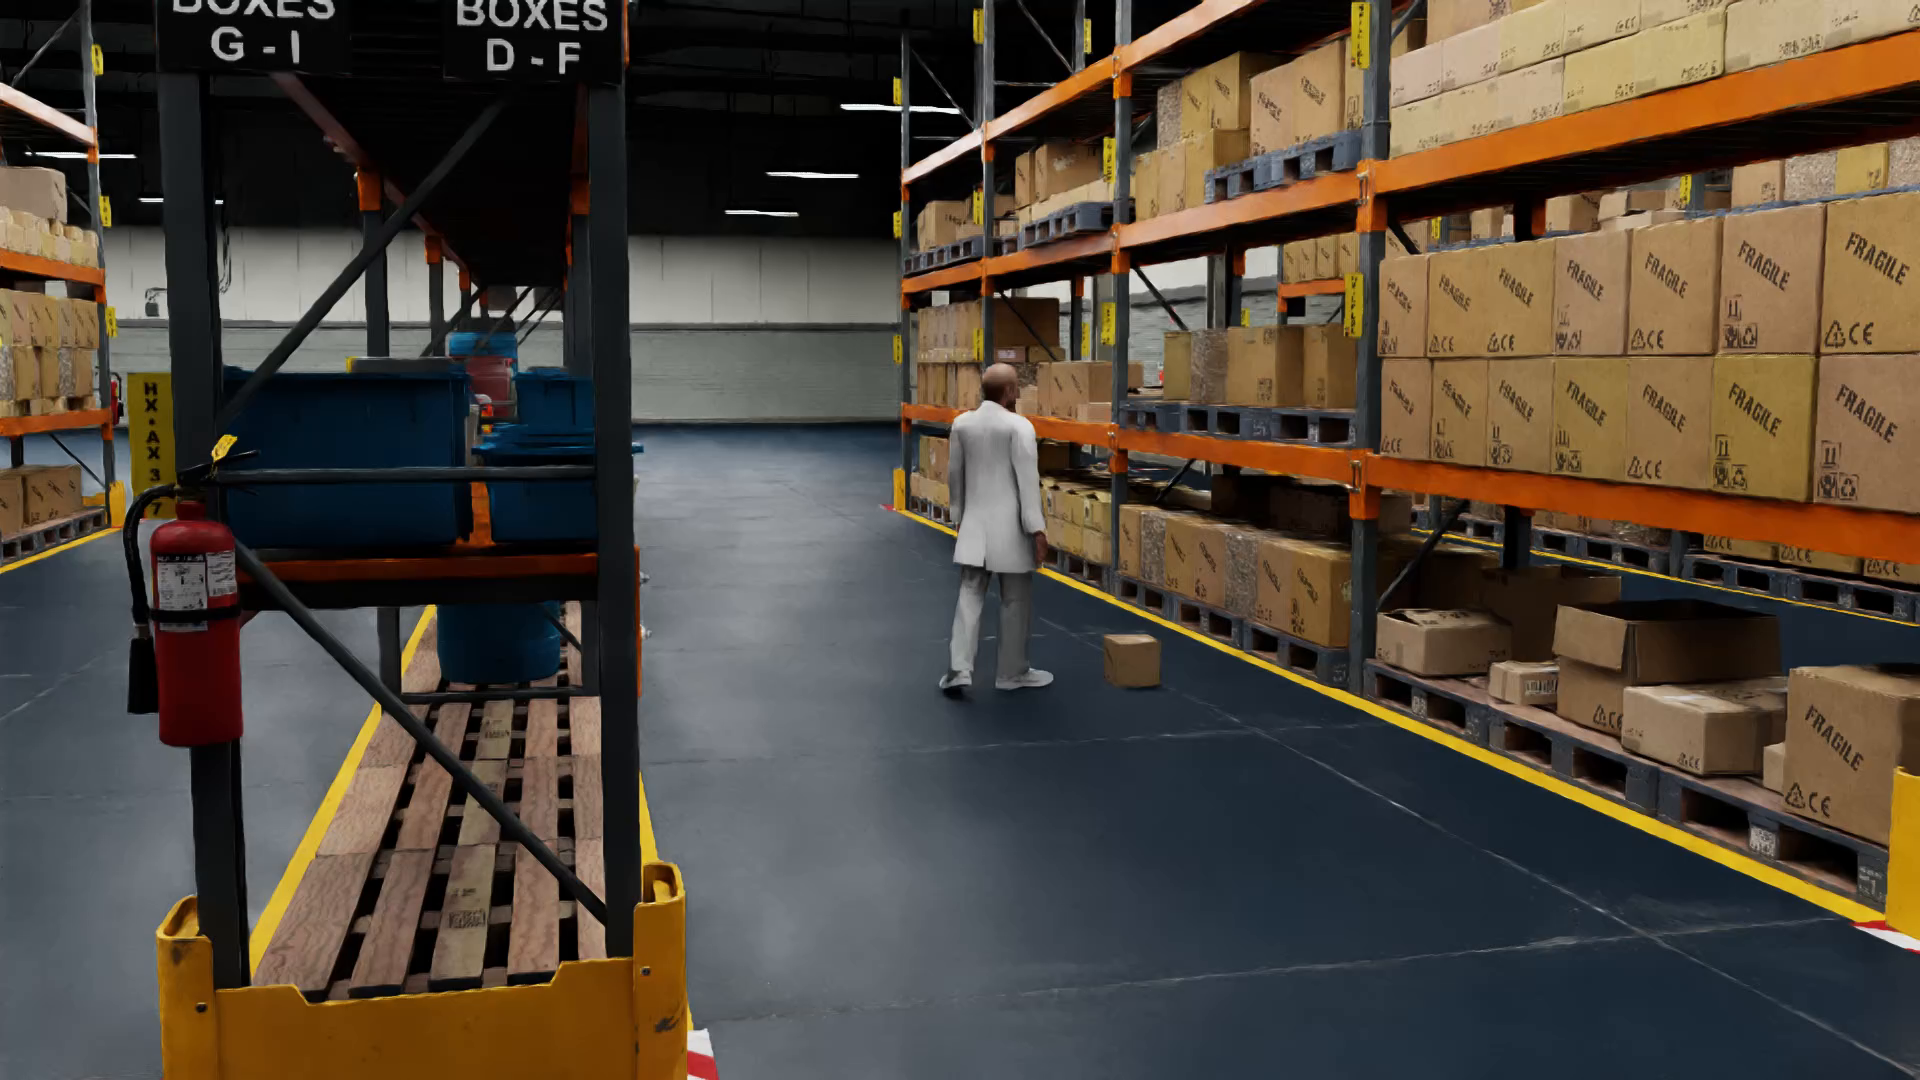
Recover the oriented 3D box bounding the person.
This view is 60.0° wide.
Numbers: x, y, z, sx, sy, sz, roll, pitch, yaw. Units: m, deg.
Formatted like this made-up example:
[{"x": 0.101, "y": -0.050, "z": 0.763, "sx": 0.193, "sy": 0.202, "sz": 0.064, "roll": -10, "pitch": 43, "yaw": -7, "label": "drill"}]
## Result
[{"x": 0.197, "y": -0.064, "z": 8.963, "sx": 0.669, "sy": 1.775, "sz": 0.709, "roll": 4, "pitch": 7, "yaw": 33, "label": "person"}]
